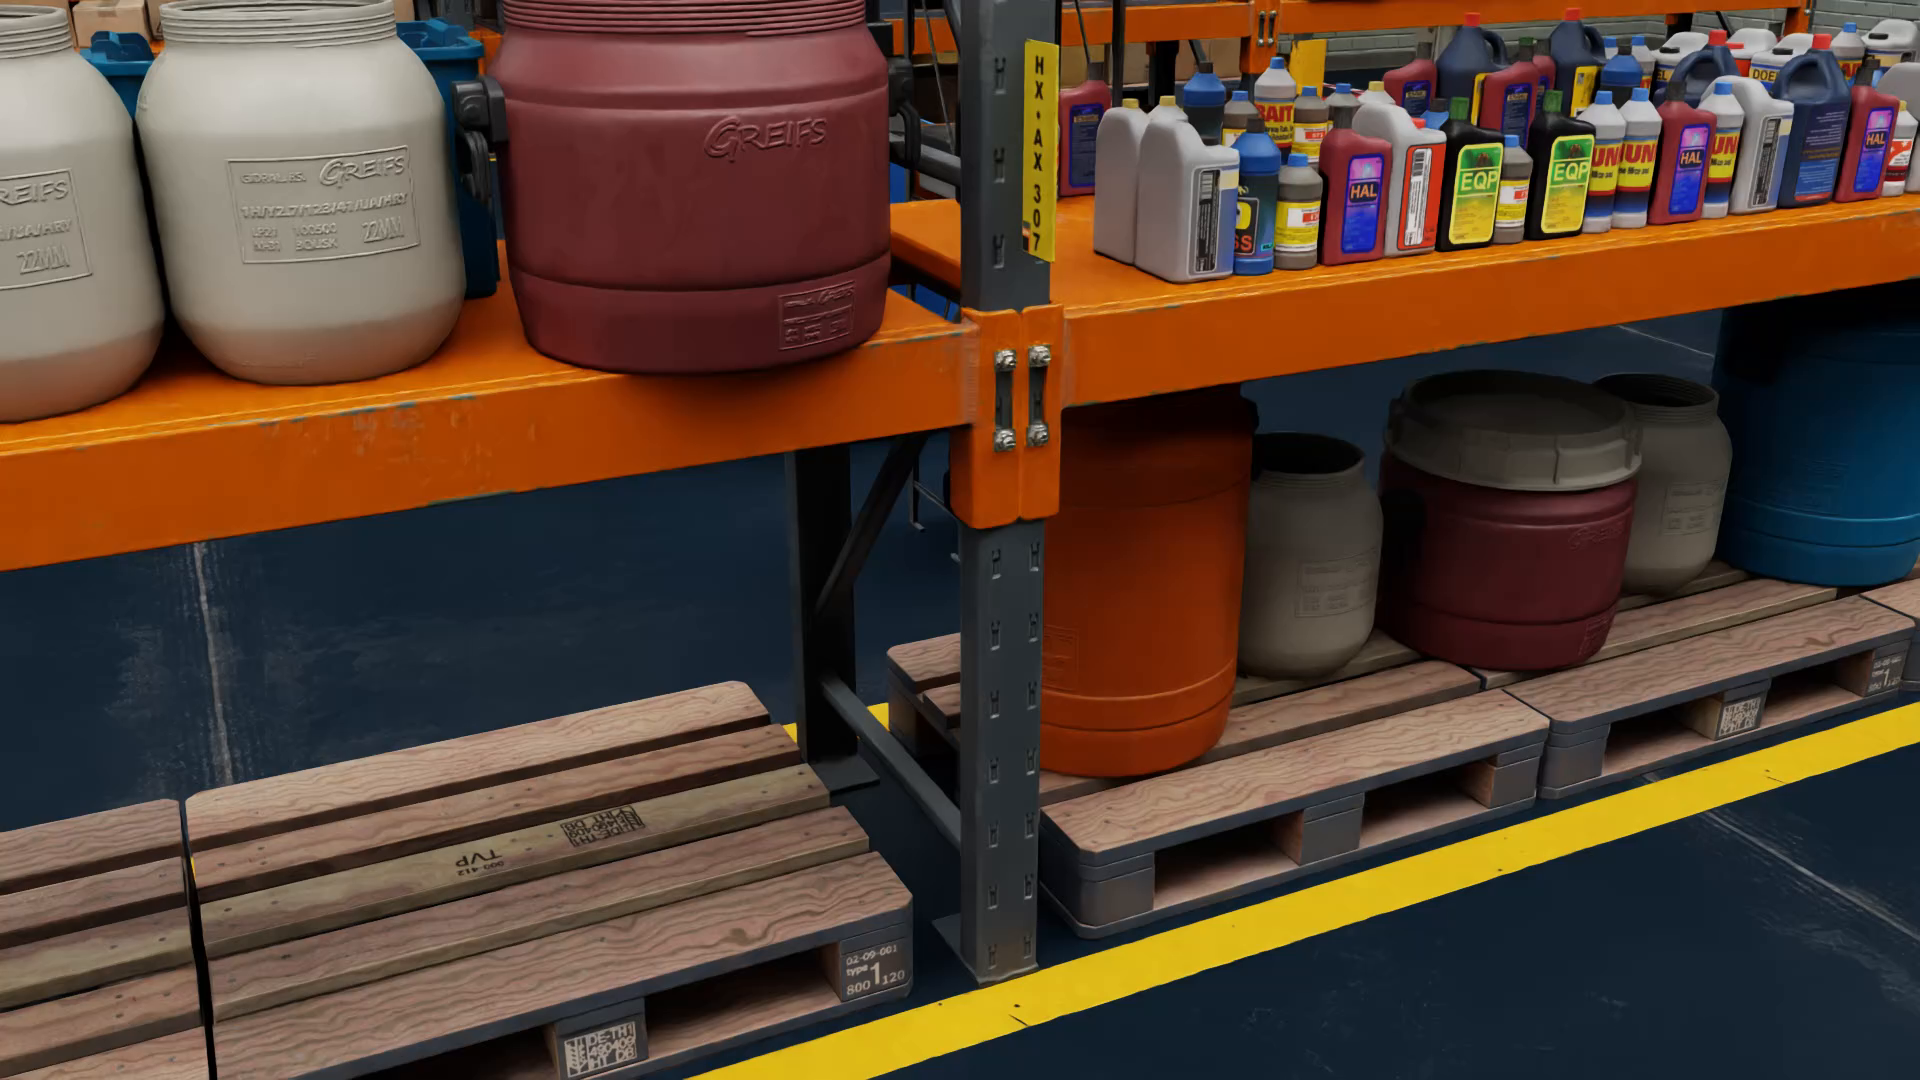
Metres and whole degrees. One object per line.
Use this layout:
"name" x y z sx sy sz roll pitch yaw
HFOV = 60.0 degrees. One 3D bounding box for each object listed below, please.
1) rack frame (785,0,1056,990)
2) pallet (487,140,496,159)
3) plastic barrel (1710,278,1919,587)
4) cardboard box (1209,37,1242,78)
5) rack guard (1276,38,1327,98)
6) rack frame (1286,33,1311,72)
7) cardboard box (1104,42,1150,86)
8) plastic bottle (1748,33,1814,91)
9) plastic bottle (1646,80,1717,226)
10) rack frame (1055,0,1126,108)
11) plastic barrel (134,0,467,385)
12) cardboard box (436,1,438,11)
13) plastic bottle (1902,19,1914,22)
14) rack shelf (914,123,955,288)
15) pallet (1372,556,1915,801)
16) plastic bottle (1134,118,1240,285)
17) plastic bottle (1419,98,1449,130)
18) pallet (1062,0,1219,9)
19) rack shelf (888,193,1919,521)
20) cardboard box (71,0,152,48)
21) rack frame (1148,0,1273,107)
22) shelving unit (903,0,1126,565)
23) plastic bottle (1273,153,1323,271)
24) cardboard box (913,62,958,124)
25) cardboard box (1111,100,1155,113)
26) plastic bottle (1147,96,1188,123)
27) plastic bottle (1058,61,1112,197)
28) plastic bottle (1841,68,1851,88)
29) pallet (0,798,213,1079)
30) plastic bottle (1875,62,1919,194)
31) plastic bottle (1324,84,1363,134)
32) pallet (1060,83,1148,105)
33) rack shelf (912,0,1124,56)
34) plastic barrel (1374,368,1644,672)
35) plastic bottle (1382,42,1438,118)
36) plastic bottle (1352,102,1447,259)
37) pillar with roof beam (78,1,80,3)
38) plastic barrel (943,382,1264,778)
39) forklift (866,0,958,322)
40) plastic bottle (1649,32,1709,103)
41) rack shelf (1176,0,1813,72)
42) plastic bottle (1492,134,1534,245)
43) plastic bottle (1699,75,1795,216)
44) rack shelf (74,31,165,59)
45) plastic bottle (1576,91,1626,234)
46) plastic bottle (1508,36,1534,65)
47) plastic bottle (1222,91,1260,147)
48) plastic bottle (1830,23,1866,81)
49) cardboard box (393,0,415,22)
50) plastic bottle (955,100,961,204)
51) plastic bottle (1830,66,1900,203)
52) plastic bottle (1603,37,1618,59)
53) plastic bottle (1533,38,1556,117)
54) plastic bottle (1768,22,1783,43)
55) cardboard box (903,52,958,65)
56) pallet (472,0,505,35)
"rack frame" -0.122 -0.710 3.043 0.127 3.000 1.000 -10 25 -24
"pallet" -3.676 -2.940 12.077 1.213 0.211 1.003 -10 25 -24
"plastic barrel" 2.347 -0.396 4.479 0.708 0.901 0.600 -10 25 -24
"cardboard box" 2.202 -4.339 14.531 0.500 0.500 0.700 -10 25 -24
"rack guard" 2.811 -4.300 14.984 0.348 0.500 1.175 -10 25 -24
"rack frame" 2.790 -5.451 14.497 0.127 3.000 1.000 -10 25 -24
"cardboard box" 1.299 -4.173 14.128 0.500 0.500 0.700 -11 25 -25
"plastic bottle" 2.132 -1.164 4.303 0.135 0.276 0.152 -10 25 -24
"plastic bottle" 1.469 -0.792 3.394 0.133 0.283 0.061 -10 25 -24
"rack frame" 0.369 -1.038 5.013 0.015 2.100 0.400 -10 25 -24
"plastic barrel" -0.956 -0.517 2.431 0.421 0.512 0.421 0 22 0
"cardboard box" -3.699 -3.401 11.807 0.750 0.750 0.750 -11 25 -24
"plastic bottle" 2.663 -1.336 4.725 0.097 0.271 0.097 0 22 0
"rack shelf" 0.149 -0.985 4.920 0.480 0.518 0.431 -10 25 -24
"pallet" 1.668 0.233 4.412 1.213 0.211 1.003 -10 25 -24
"plastic bottle" 0.408 -0.613 2.971 0.135 0.276 0.152 -10 25 -24
"plastic bottle" 0.915 -0.718 3.231 0.097 0.271 0.097 0 22 0
"pallet" 0.570 -2.897 8.578 1.213 0.211 1.003 -10 25 -24
"rack shelf" 1.680 -0.709 3.982 4.000 0.370 1.077 -10 25 -24
"cardboard box" -3.391 -2.070 6.658 0.250 0.149 0.380 -9 24 -20
"rack frame" 1.337 -3.081 8.771 0.127 3.000 1.000 -10 25 -24
"shelving unit" 0.149 -0.998 4.915 0.503 2.100 0.431 -10 25 -24
"plastic bottle" 0.612 -0.604 3.048 0.097 0.201 0.097 0 22 0
"cardboard box" -0.105 -2.314 8.630 0.500 0.250 0.500 -10 25 -24
"cardboard box" 0.796 -2.133 9.174 0.500 0.500 0.500 -12 25 -26
"plastic bottle" 0.465 -0.899 3.760 0.097 0.201 0.097 0 22 0
"plastic bottle" 0.265 -0.908 3.675 0.133 0.283 0.061 -10 25 -24
"plastic bottle" 1.914 -0.902 3.676 0.097 0.271 0.097 0 22 0
"pallet" -1.935 0.895 2.813 1.213 0.211 1.003 -10 25 -24
"plastic bottle" 2.154 -0.934 3.747 0.135 0.276 0.152 -10 25 -24
"plastic bottle" 0.904 -0.980 3.956 0.097 0.201 0.097 0 22 0
"pallet" 1.006 -3.802 14.159 1.213 0.211 1.003 -10 25 -24
"rack shelf" 0.149 -1.632 4.652 0.480 0.518 0.431 -10 25 -24
"plastic barrel" 1.329 -0.064 4.086 0.708 0.588 0.600 -10 25 -24
"plastic bottle" 1.087 -1.060 4.040 0.133 0.283 0.061 -10 25 -24
"plastic bottle" 0.825 -0.690 3.156 0.135 0.276 0.152 -10 25 -24
"pillar with roof beam" -4.098 -5.495 6.758 0.400 9.000 9.100 -10 25 -24
"plastic barrel" 0.311 0.012 3.588 0.708 0.830 0.600 -10 25 -24
"forklift" -0.961 -2.240 6.829 1.130 2.935 3.031 -9 24 -21
"plastic bottle" 1.857 -1.178 4.337 0.135 0.276 0.152 -10 25 -24
"rack shelf" 3.140 -3.080 9.710 4.000 0.370 1.077 -10 25 -24
"plastic bottle" 1.062 -0.687 3.247 0.097 0.201 0.097 0 22 0
"plastic bottle" 1.658 -0.843 3.526 0.135 0.276 0.152 -10 25 -24
"rack shelf" -4.069 -1.753 6.504 4.000 0.370 1.077 -10 25 -24
"plastic bottle" 1.270 -0.758 3.327 0.097 0.271 0.097 0 22 0
"plastic bottle" 1.374 -1.112 4.168 0.133 0.283 0.061 -10 25 -24
"plastic bottle" 0.641 -0.932 3.838 0.097 0.201 0.097 0 22 0
"plastic bottle" 2.454 -1.298 4.632 0.097 0.271 0.097 0 22 0
"cardboard box" -2.614 -2.331 7.076 0.500 0.311 0.500 -9 24 -20
"plastic bottle" 0.058 -0.870 3.582 0.133 0.283 0.061 -10 25 -24
"plastic bottle" 1.965 -0.883 3.615 0.133 0.283 0.061 -10 25 -24
"plastic bottle" 1.653 -1.150 4.275 0.097 0.271 0.097 0 22 0
"plastic bottle" 1.401 -1.091 4.117 0.133 0.283 0.061 -10 25 -24
"plastic bottle" 2.167 -1.258 4.520 0.133 0.283 0.061 -10 25 -24
"cardboard box" -0.096 -3.915 13.506 0.500 0.500 0.700 -10 25 -23
"pallet" -1.687 -2.465 7.535 1.003 0.211 1.213 -10 25 -24
